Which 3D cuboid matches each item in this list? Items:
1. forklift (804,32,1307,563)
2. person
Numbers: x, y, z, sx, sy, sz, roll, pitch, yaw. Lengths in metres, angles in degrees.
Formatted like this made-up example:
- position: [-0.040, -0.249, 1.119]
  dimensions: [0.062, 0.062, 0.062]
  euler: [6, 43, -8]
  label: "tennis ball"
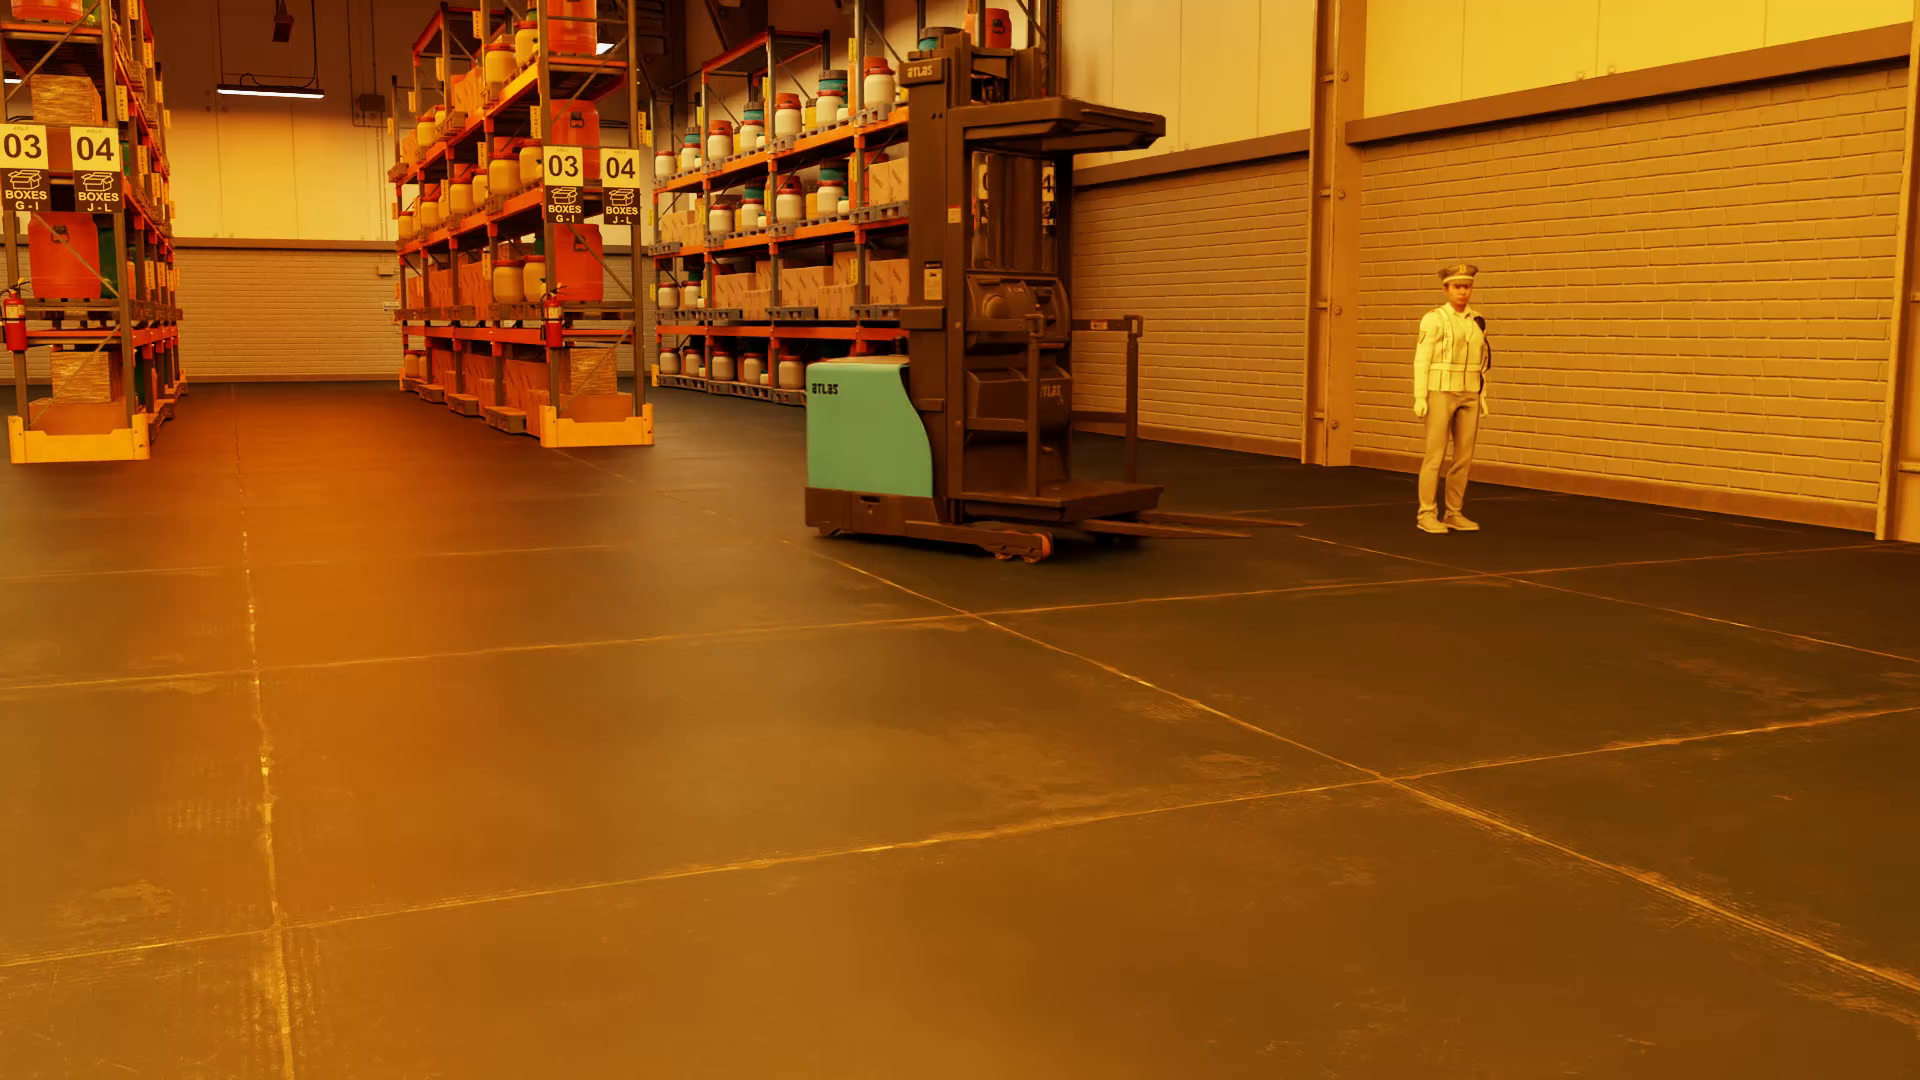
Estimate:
- position: [0.506, -1.404, 9.589]
  dimensions: [3.031, 2.935, 1.130]
  euler: [6, 10, 38]
  label: "forklift"
- position: [3.123, -0.894, 10.512]
  dimensions: [0.523, 1.686, 0.350]
  euler: [-3, 8, -18]
  label: "person"
